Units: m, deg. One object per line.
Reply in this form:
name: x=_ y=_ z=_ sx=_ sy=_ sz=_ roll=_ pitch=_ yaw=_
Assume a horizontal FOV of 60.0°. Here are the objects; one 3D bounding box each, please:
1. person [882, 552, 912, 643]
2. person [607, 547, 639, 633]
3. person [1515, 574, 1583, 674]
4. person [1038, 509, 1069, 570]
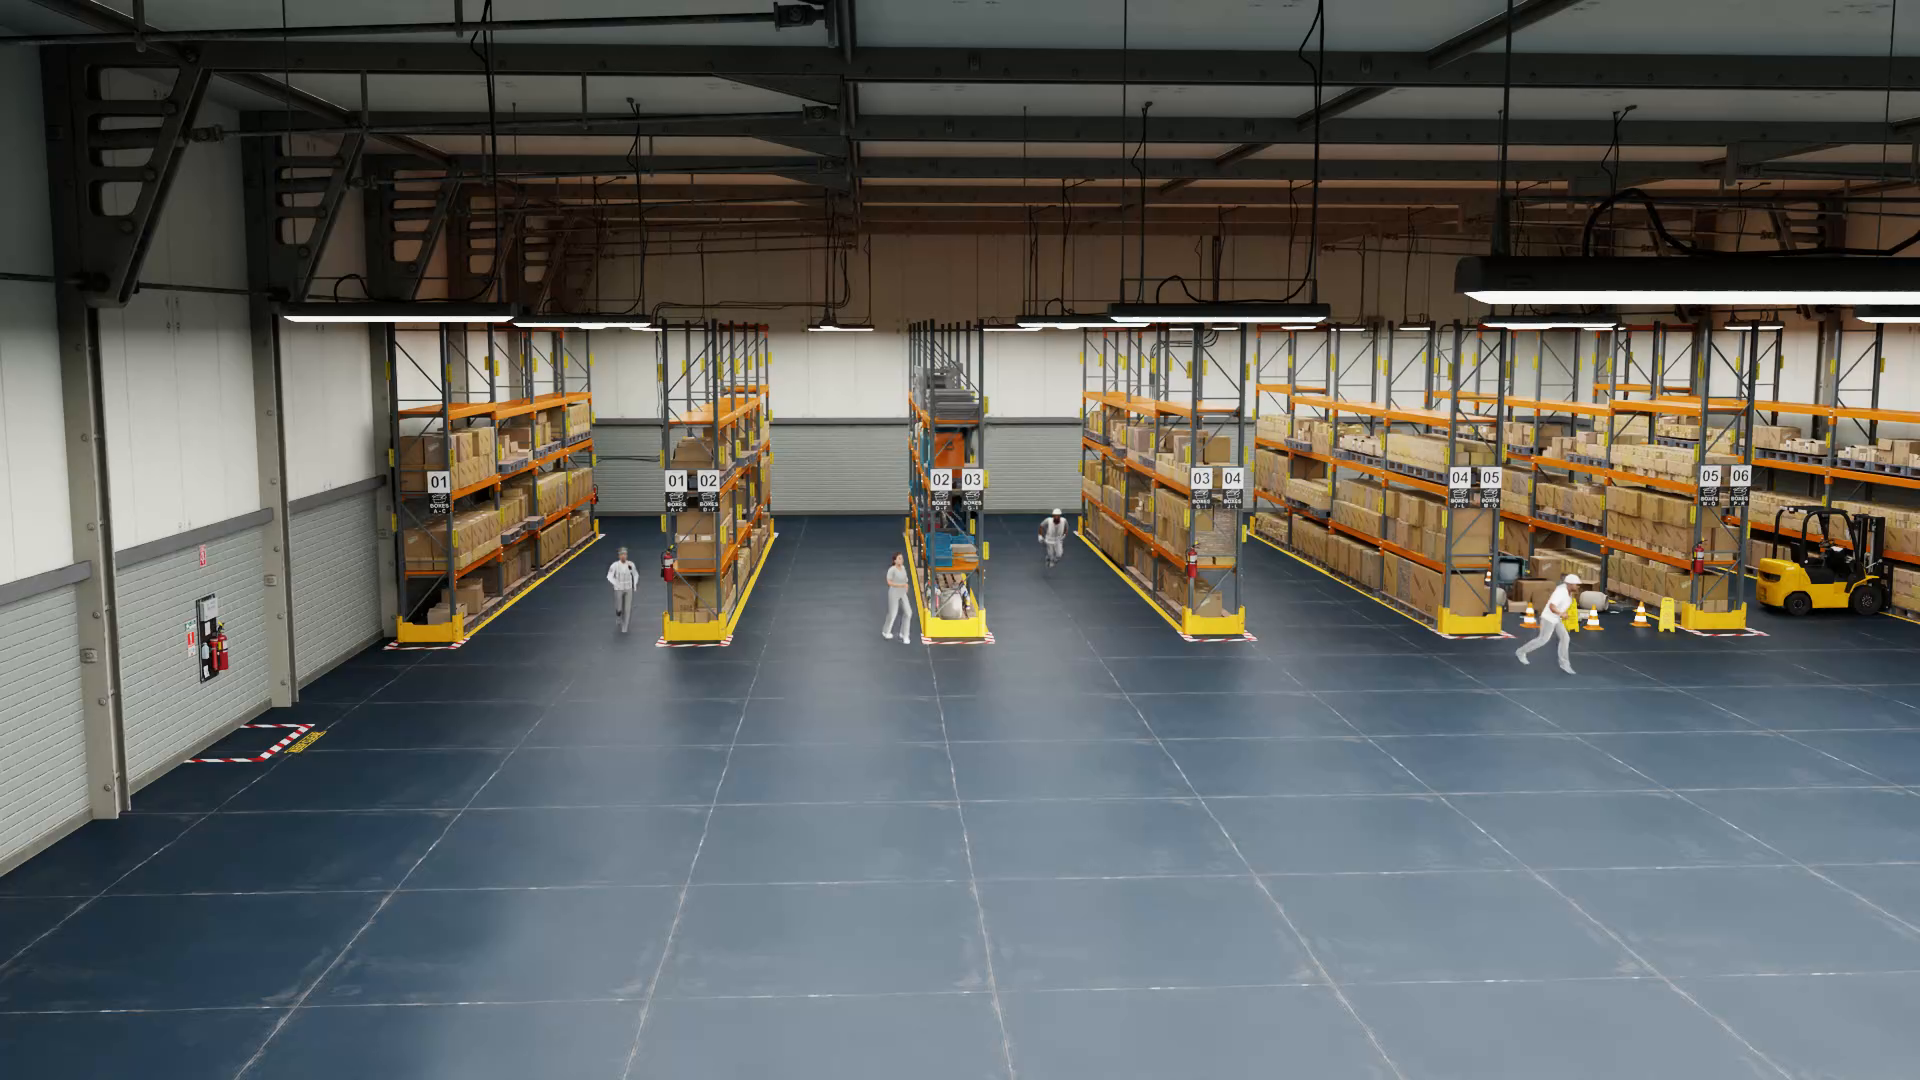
person: x=-1.165 y=1.085 z=31.030 sx=0.575 sy=1.742 sz=0.742 roll=-6 pitch=9 yaw=-41
person: x=-6.483 y=0.946 z=32.069 sx=0.609 sy=1.654 sz=0.611 roll=-2 pitch=7 yaw=-17
person: x=10.046 y=1.409 z=28.389 sx=1.057 sy=1.714 sz=0.743 roll=4 pitch=8 yaw=30
person: x=2.202 y=-0.003 z=38.991 sx=0.674 sy=1.510 sz=0.769 roll=-2 pitch=7 yaw=-15
